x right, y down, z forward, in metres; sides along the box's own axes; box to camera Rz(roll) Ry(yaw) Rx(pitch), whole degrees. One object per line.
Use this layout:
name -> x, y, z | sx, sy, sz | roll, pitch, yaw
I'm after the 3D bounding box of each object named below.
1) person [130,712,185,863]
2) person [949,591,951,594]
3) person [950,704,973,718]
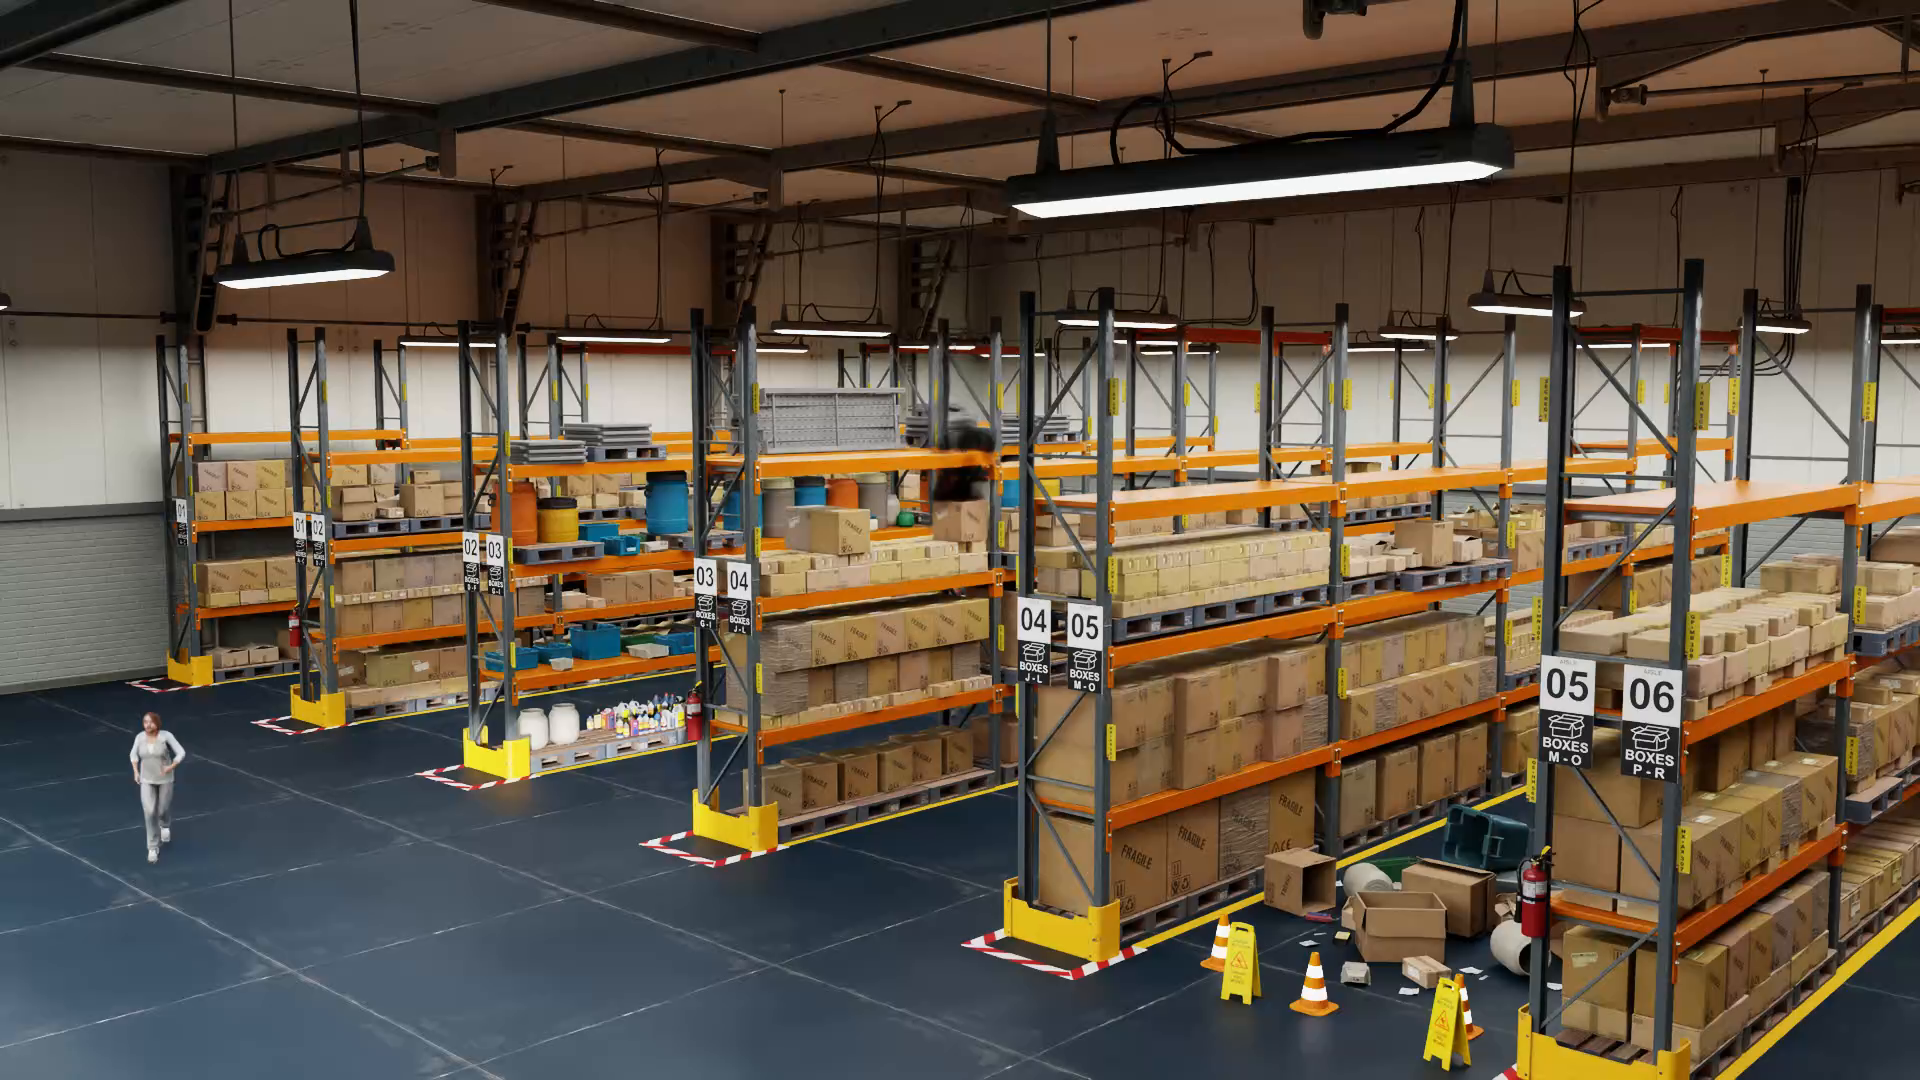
person -> -8.791, 2.668, 18.246 | 0.564, 1.628, 0.717 | -2, 6, -16
person -> -0.418, 1.307, 32.280 | 0.582, 1.672, 0.805 | 4, 7, 38
person -> -0.023, 1.753, 24.843 | 0.664, 1.842, 0.651 | 3, 6, 31
